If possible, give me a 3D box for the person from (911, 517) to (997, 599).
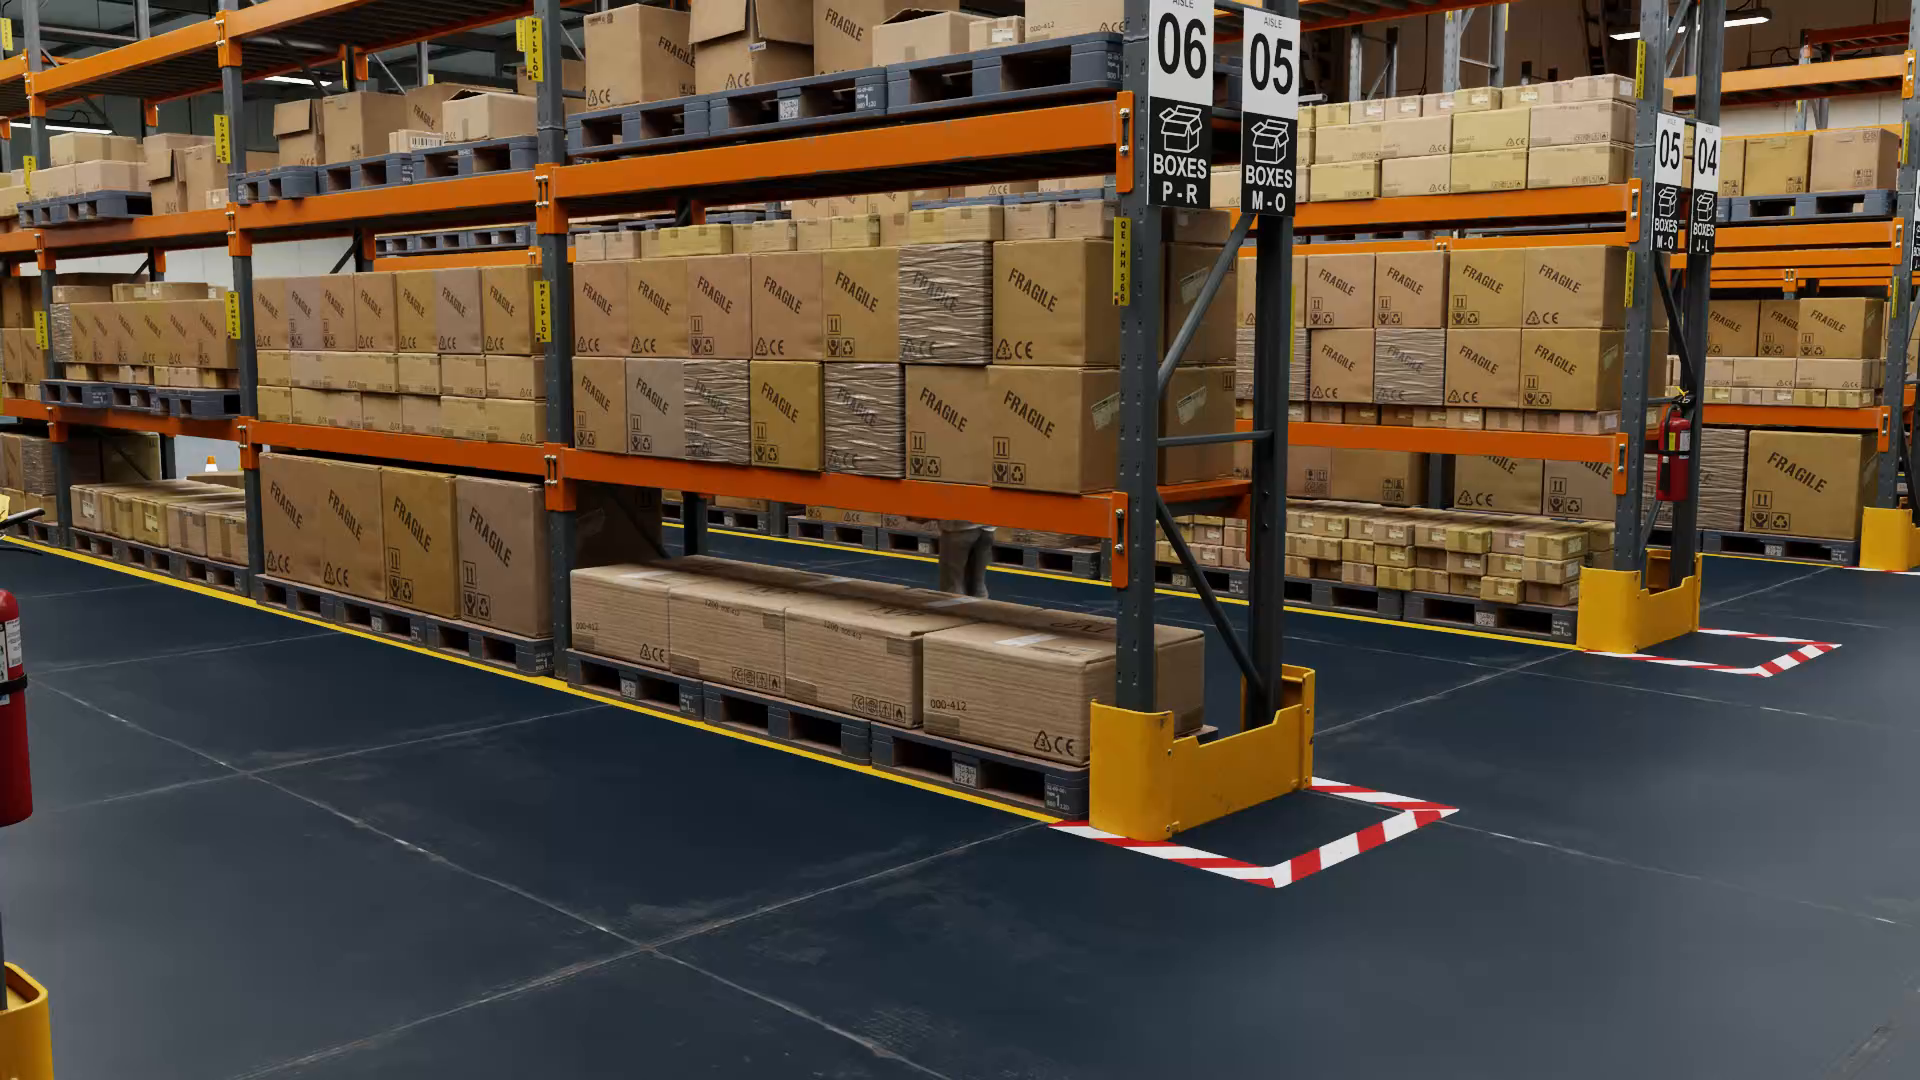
[{"bbox_3d":[-0.023,-0.055,9.590,0.492,1.590,0.404,7,10,44],"label":"person"}]
